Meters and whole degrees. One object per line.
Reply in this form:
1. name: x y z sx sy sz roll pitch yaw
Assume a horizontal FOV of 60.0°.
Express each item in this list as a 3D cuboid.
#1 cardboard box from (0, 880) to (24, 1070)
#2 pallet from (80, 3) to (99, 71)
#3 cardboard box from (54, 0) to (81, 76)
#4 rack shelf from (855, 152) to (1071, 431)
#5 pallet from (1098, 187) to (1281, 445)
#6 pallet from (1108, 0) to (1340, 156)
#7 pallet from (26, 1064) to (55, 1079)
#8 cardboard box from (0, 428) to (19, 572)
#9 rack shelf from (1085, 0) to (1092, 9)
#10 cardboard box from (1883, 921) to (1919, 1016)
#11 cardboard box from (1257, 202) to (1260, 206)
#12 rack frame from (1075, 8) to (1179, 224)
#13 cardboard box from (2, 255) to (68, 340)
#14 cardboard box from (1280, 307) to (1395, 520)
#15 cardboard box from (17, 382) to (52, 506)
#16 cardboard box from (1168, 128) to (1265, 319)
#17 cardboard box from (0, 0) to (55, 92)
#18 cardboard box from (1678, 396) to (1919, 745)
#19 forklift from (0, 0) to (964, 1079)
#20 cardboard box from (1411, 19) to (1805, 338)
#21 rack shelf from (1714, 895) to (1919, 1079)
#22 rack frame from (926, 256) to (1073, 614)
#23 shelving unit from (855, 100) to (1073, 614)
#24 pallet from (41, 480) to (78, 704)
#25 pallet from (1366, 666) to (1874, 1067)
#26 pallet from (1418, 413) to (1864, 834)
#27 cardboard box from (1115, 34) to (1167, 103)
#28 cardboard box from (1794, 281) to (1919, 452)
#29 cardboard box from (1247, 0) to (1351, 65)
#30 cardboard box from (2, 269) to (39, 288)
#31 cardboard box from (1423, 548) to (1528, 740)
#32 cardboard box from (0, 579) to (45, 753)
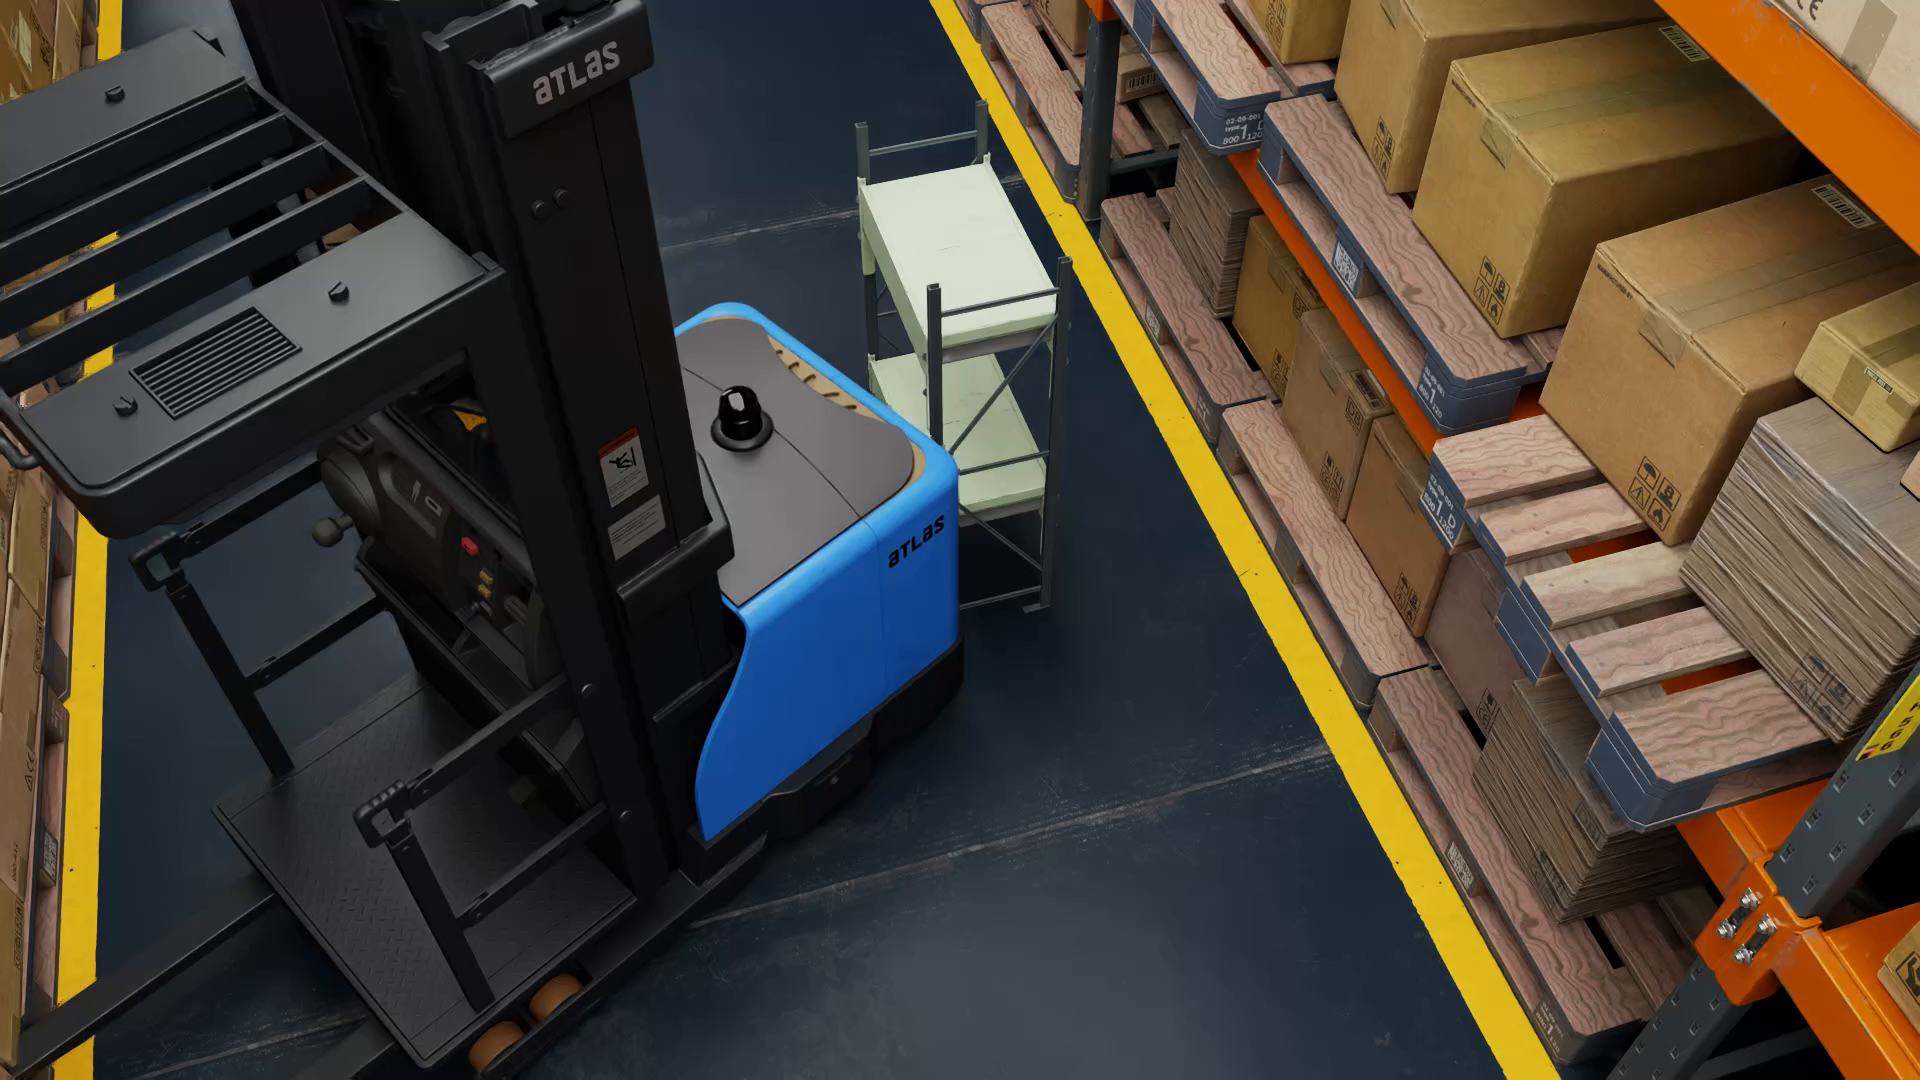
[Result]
1. cardboard box: -2.755 1.175 4.321 0.500 0.250 0.500 -15 51 -12
2. pallet: -4.314 -1.887 7.203 1.003 0.211 1.213 -13 51 -11
3. cardboard box: -4.042 -2.056 7.045 0.500 0.250 0.500 -13 51 -11
4. rack shelf: -0.002 -0.740 4.882 0.431 0.370 0.720 -13 51 -11
5. pallet: 1.208 -0.959 6.420 1.003 0.211 1.213 -13 51 -11
6. pallet: 1.063 -1.773 5.408 1.003 0.211 1.213 -13 51 -11
7. pallet: -2.778 1.907 4.004 1.003 0.211 1.213 -13 51 -11
8. cardboard box: -3.201 -0.123 5.049 0.500 0.311 0.500 -12 51 -10
9. rack shelf: 0.385 -3.655 7.340 1.077 0.370 4.000 -13 51 -11
10. cardboard box: 2.058 0.774 2.863 0.500 0.500 0.500 -12 51 -10
11. cardboard box: 1.343 -1.149 5.613 0.500 0.250 0.500 -14 51 -12
12. rack frame: 0.976 -2.426 5.833 1.000 3.000 0.127 -13 51 -11
13. cardboard box: -3.602 -0.960 6.121 0.500 0.250 0.500 -13 51 -11
14. cardboard box: 1.523 -0.480 5.540 0.700 0.500 0.500 -13 51 -11
15. cardboard box: -3.355 -0.315 5.577 0.500 0.250 0.500 -14 51 -11
16. cardboard box: 1.210 -1.228 6.171 0.700 0.500 0.500 -12 51 -10
17. cardboard box: -3.889 -1.934 6.452 0.500 0.500 0.500 -13 51 -11
18. cardboard box: 2.011 -0.019 3.451 0.700 0.500 0.500 -19 52 -15
19. forklift: -1.389 0.066 3.778 3.031 2.935 1.130 -37 59 -27
20. cardboard box: 1.621 -0.924 4.214 0.700 0.500 0.500 -13 51 -11
21. rack shelf: 2.751 2.188 2.414 1.077 0.370 4.000 -13 51 -11
22. rack frame: 0.106 -0.221 4.955 0.400 1.500 0.023 -13 51 -11
23. shelving unit: -0.002 -0.488 5.181 0.431 1.500 0.755 -13 51 -11
24. pallet: -3.499 0.125 5.507 1.003 0.211 1.213 -13 51 -11
25. pallet: 1.930 0.823 4.918 1.003 0.211 1.213 -13 51 -11
26. pallet: 1.847 0.061 3.862 1.213 0.211 1.003 -13 51 -11
27. cardboard box: 0.790 -2.038 7.072 0.380 0.166 0.250 -19 53 -16
28. cardboard box: 1.919 -0.364 3.318 0.380 0.149 0.250 -21 53 -17
29. cardboard box: 1.253 -1.811 4.961 0.700 0.500 0.500 -9 50 -7
30. cardboard box: -3.593 -1.203 5.836 0.500 0.500 0.500 -13 51 -11
31. cardboard box: 1.855 0.243 4.931 0.700 0.500 0.500 -13 51 -11
32. cardboard box: -3.055 0.428 4.951 0.500 0.250 0.500 -12 51 -10
